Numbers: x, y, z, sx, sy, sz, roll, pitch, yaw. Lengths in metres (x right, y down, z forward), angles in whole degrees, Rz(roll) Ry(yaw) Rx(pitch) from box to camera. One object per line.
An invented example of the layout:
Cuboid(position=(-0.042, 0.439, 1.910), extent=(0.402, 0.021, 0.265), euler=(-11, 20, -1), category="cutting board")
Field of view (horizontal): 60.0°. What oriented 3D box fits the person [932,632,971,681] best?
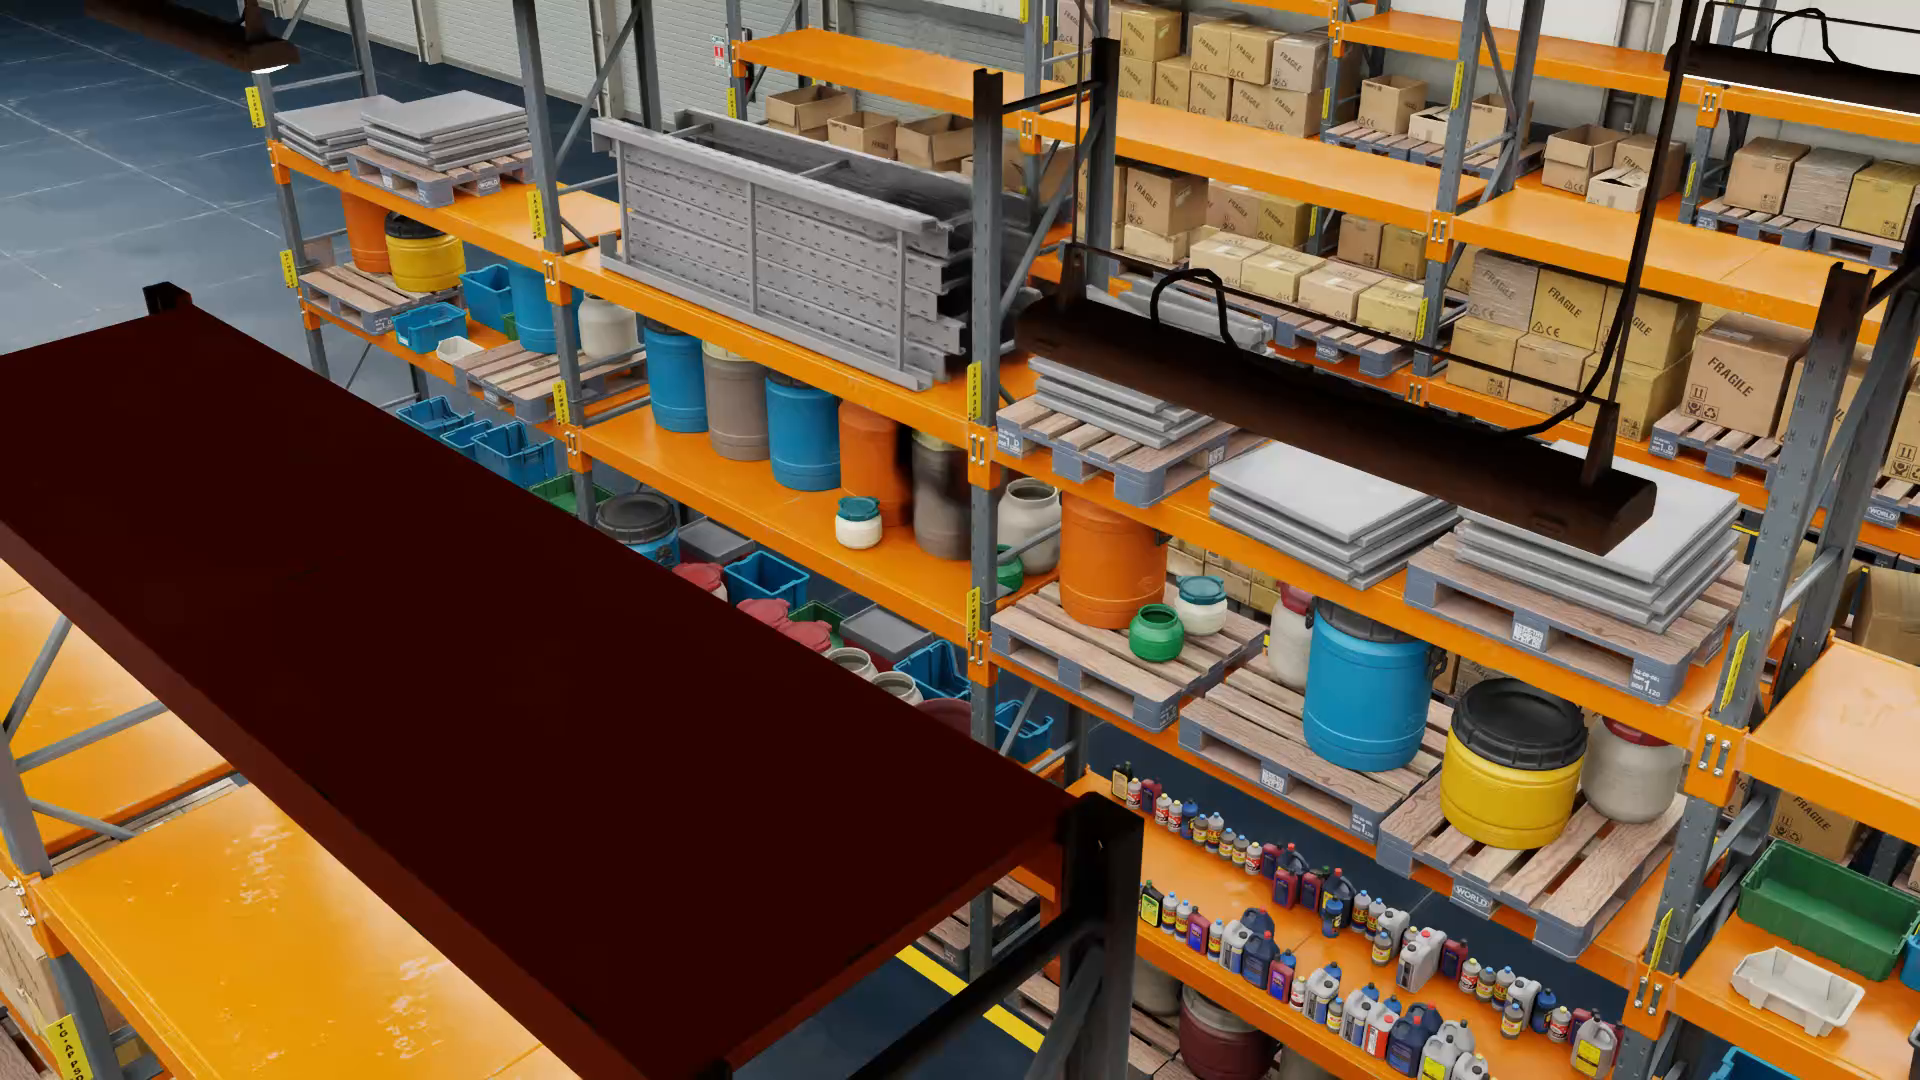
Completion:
Cuboid(position=(-0.039, 0.519, 13.138), extent=(0.617, 1.788, 0.698), euler=(-25, 38, -37), category="person")
